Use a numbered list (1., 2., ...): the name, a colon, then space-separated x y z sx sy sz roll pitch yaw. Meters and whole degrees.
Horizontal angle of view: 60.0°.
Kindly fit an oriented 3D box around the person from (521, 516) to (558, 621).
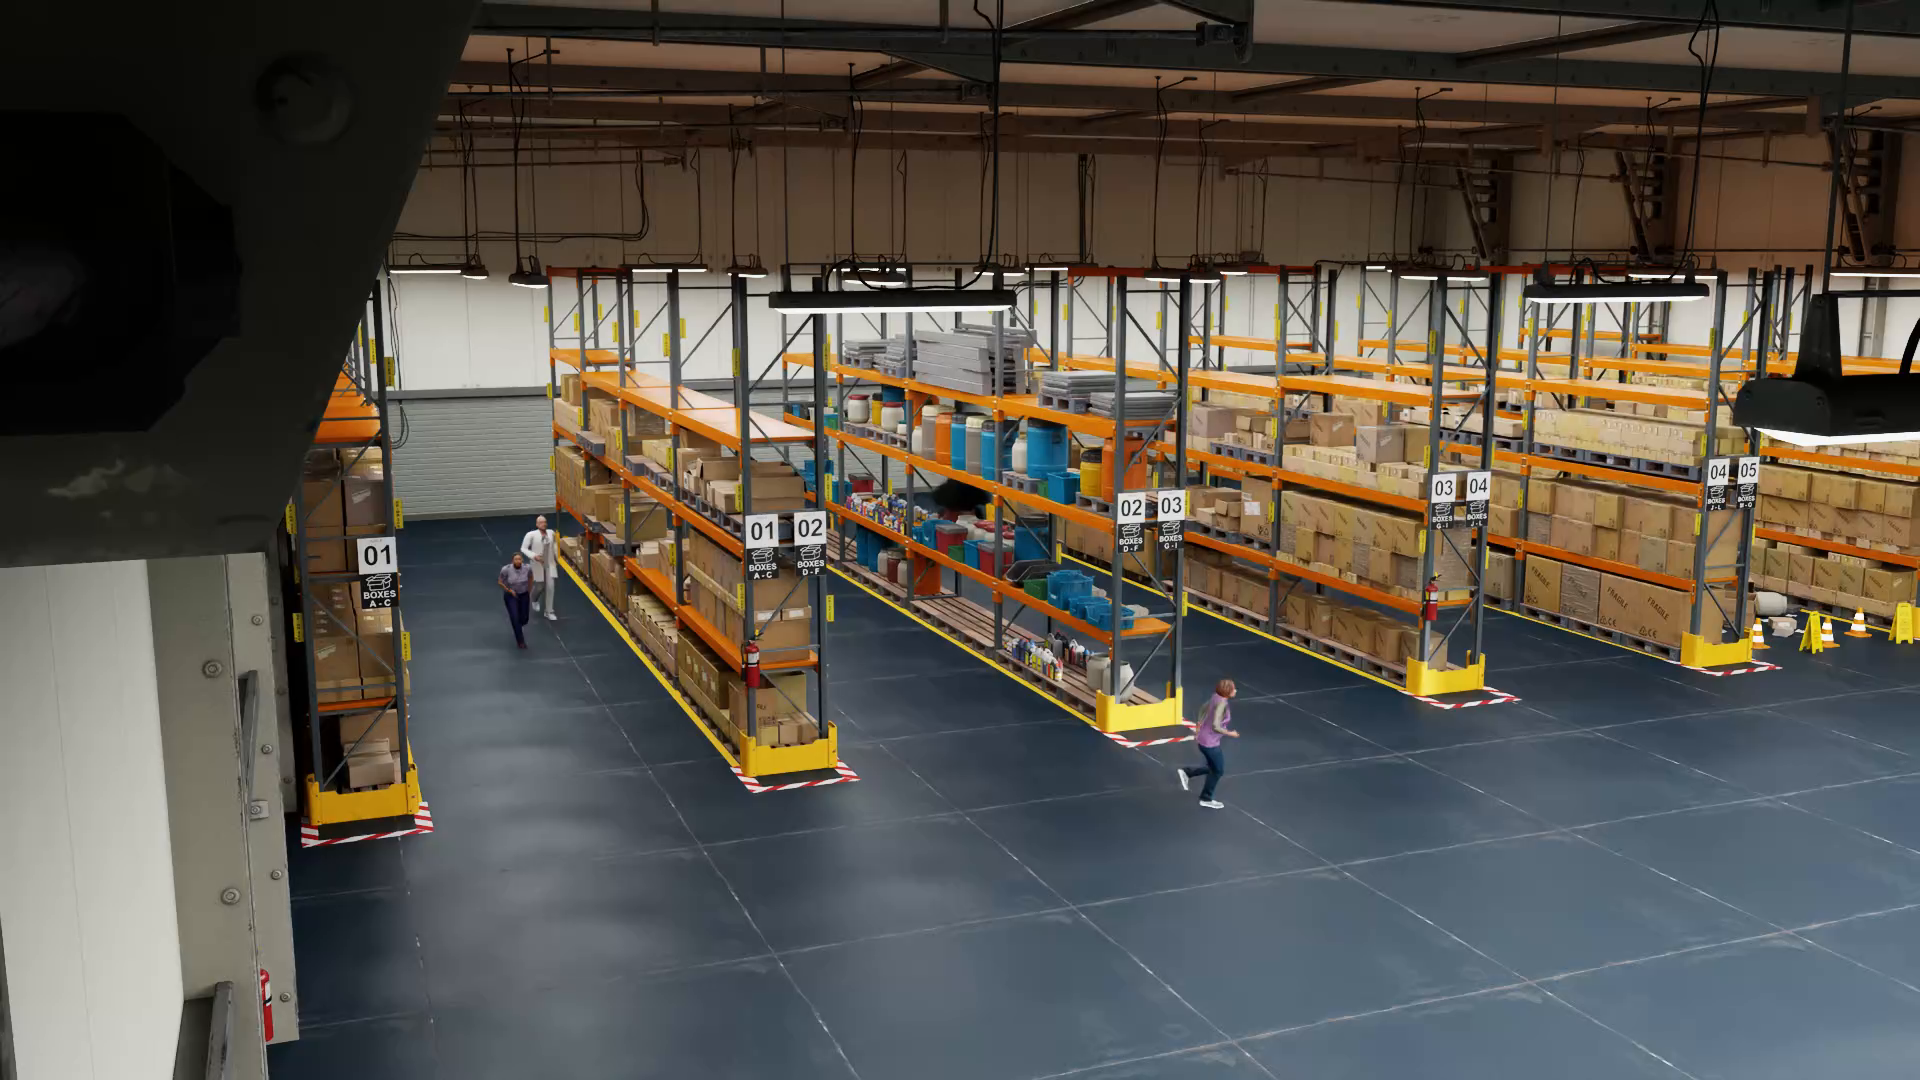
1. person: -7.275 0.464 28.900 0.704 1.776 0.955 -6 12 -32

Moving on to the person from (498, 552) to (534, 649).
1. person: -7.143 0.940 26.796 0.572 1.596 0.714 -4 11 -22

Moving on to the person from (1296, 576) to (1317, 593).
1. person: 6.555 0.275 30.648 0.606 1.617 0.890 -6 12 -31

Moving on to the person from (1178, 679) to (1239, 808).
1. person: 2.839 2.325 18.970 0.681 1.543 0.521 2 10 10
